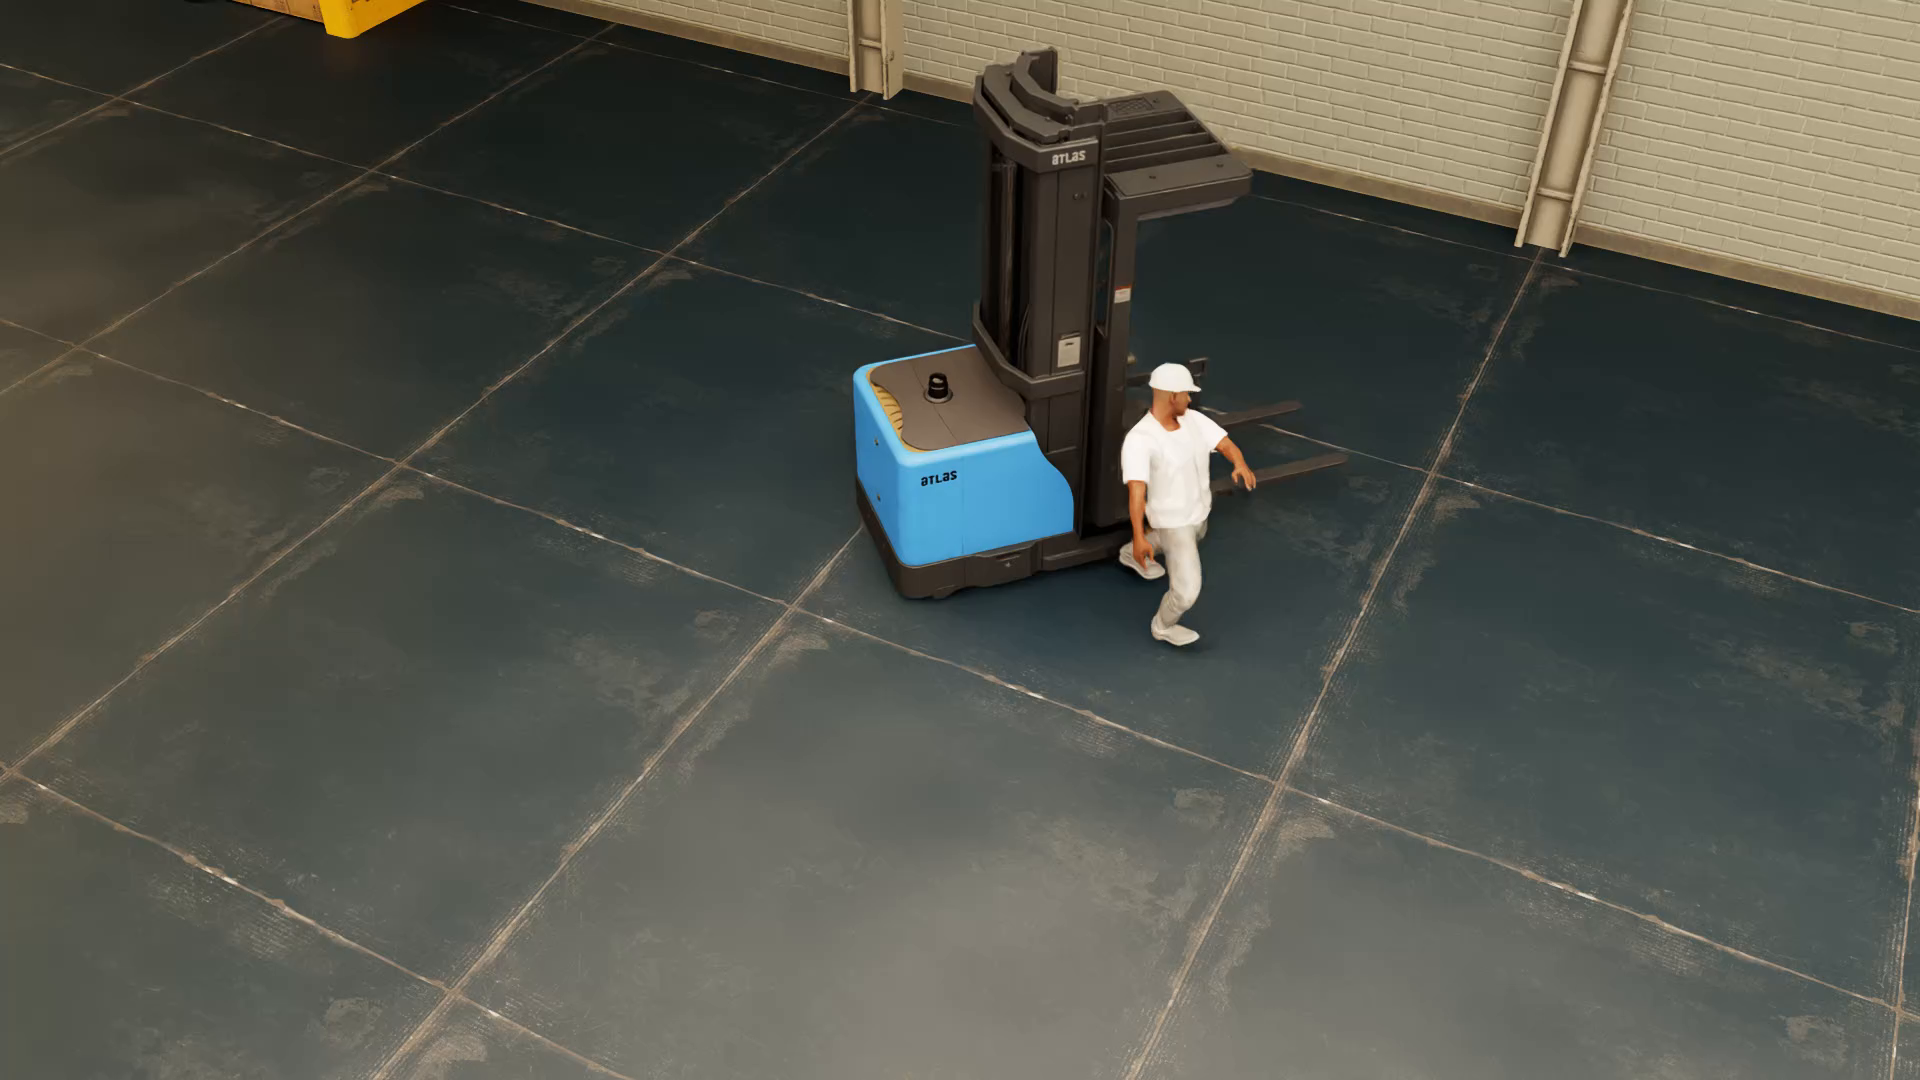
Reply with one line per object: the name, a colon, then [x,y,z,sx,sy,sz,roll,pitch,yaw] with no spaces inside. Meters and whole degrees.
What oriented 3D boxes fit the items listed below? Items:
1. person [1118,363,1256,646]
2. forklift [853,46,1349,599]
person: [1.176,-0.119,9.153,0.860,1.594,0.867,19,44,21]
forklift: [0.928,-1.345,9.583,3.031,2.935,1.130,-13,42,-15]
